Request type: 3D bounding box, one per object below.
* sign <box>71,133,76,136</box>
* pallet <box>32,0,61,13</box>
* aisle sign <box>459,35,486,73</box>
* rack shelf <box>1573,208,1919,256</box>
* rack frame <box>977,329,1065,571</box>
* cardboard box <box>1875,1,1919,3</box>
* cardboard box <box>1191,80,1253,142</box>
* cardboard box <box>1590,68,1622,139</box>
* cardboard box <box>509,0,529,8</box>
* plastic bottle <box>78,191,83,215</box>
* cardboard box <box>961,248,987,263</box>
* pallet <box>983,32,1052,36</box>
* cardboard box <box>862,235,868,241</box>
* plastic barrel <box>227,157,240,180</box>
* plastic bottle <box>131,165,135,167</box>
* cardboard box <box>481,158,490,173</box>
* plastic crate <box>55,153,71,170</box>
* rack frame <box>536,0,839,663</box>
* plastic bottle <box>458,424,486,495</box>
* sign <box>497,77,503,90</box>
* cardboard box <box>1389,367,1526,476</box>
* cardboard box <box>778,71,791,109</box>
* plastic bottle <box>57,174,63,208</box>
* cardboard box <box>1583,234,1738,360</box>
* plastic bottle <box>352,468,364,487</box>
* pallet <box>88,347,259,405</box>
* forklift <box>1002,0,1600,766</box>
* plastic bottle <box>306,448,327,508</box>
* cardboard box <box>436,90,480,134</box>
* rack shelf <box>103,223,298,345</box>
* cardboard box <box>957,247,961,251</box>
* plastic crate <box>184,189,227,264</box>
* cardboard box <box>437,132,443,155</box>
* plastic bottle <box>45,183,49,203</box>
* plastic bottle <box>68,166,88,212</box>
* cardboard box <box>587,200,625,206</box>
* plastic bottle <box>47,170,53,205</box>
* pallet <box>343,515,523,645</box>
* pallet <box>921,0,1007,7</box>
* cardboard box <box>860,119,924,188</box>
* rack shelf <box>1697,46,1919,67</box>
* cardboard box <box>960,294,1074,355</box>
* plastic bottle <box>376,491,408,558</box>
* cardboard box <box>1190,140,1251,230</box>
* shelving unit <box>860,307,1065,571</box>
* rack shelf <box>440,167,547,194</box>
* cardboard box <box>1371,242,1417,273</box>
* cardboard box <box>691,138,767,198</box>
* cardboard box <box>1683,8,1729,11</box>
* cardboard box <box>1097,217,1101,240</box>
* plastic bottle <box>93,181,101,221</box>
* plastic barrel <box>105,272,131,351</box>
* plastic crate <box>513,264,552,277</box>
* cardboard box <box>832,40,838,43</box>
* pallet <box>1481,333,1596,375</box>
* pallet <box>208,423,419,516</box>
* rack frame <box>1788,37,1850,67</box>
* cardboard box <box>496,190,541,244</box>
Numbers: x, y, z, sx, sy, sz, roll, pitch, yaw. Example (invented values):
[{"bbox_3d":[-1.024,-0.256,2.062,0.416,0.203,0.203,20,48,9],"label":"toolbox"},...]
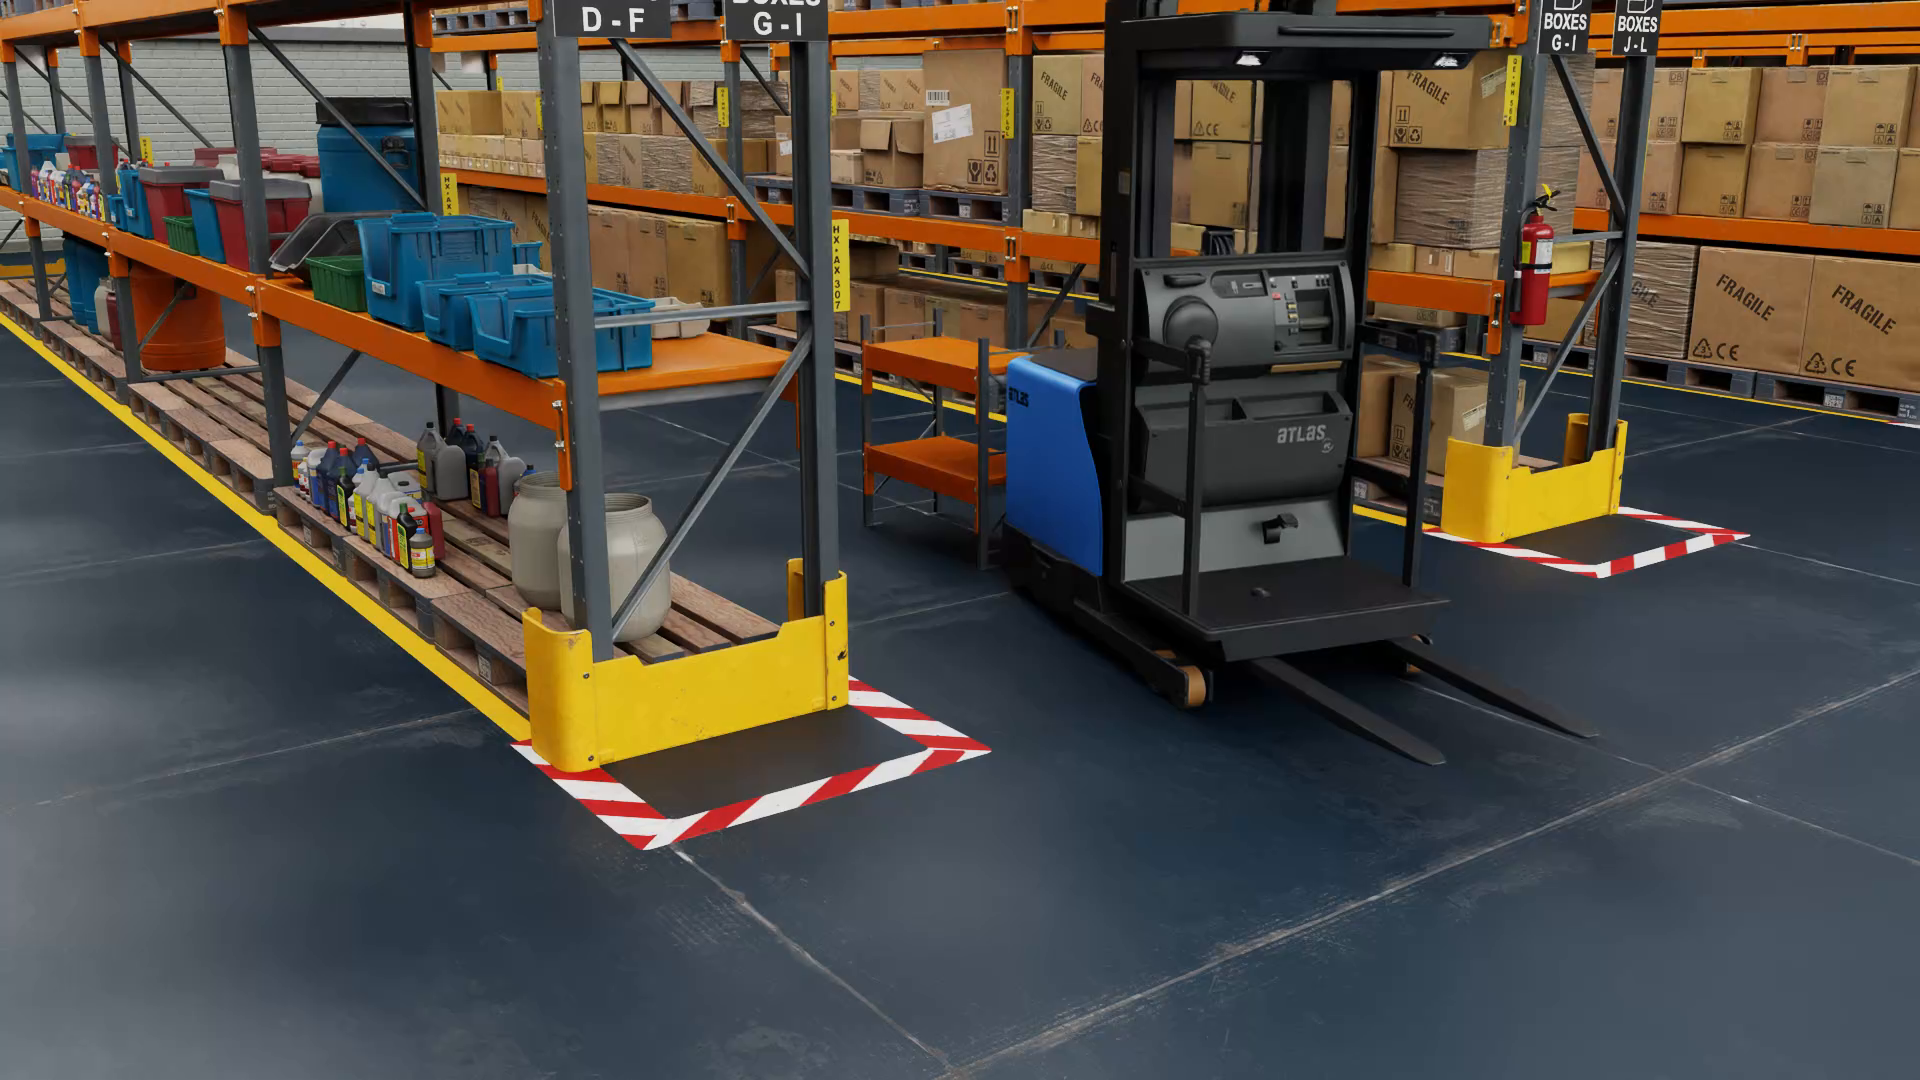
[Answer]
[{"bbox_3d":[-9.860,-4.349,18.473,0.100,0.325,0.005,-11,19,-35],"label":"sign"},{"bbox_3d":[-6.734,-4.289,13.239,1.003,0.211,1.213,-11,19,-35],"label":"pallet"},{"bbox_3d":[-6.089,-6.266,20.862,0.394,0.787,0.004,-11,19,-35],"label":"aisle sign"},{"bbox_3d":[6.014,-2.362,12.885,1.077,0.370,4.000,-11,19,-35],"label":"rack shelf"},{"bbox_3d":[0.295,-0.435,8.036,0.500,1.125,0.032,-11,19,-35],"label":"rack frame"},{"bbox_3d":[9.131,-5.198,15.926,0.500,0.250,0.500,-11,19,-35],"label":"cardboard box"},{"bbox_3d":[1.717,-2.607,9.774,0.500,0.500,0.500,-11,19,-35],"label":"cardboard box"},{"bbox_3d":[5.445,-3.545,13.518,0.875,0.550,0.550,-11,19,-35],"label":"cardboard box"},{"bbox_3d":[-4.446,-5.999,17.957,0.700,0.500,0.500,-12,20,-38],"label":"cardboard box"},{"bbox_3d":[-6.707,-2.599,12.765,0.097,0.201,0.097,0,15,0],"label":"plastic bottle"},{"bbox_3d":[0.354,-3.642,20.140,0.500,0.500,0.500,-10,18,-32],"label":"cardboard box"},{"bbox_3d":[1.023,-5.831,18.872,1.213,0.211,1.003,-11,19,-35],"label":"pallet"},{"bbox_3d":[-1.079,-3.989,22.075,0.380,0.149,0.250,-10,18,-33],"label":"cardboard box"},{"bbox_3d":[-4.566,-2.250,10.904,0.421,0.512,0.421,0,15,0],"label":"plastic barrel"},{"bbox_3d":[-7.450,-3.233,14.942,0.152,0.276,0.135,-11,19,-35],"label":"plastic bottle"},{"bbox_3d":[-5.286,-4.318,19.145,0.380,0.149,0.250,-10,18,-34],"label":"cardboard box"},{"bbox_3d":[-8.692,-3.653,16.353,0.437,0.282,0.530,-11,19,-35],"label":"plastic crate"},{"bbox_3d":[-0.888,-0.764,5.687,1.000,3.000,0.127,-11,19,-35],"label":"rack frame"},{"bbox_3d":[-2.515,-0.419,8.611,0.144,0.351,0.185,-12,19,-37],"label":"plastic bottle"},{"bbox_3d":[-5.842,-5.704,21.092,0.100,0.325,0.005,-11,19,-35],"label":"sign"},{"bbox_3d":[2.765,-0.666,9.267,0.500,0.500,0.500,-7,17,-24],"label":"cardboard box"},{"bbox_3d":[-2.168,-6.235,23.028,0.500,0.500,0.500,-11,19,-35],"label":"cardboard box"},{"bbox_3d":[-7.253,-2.831,13.480,0.097,0.271,0.097,0,15,0],"label":"plastic bottle"},{"bbox_3d":[5.684,-1.976,13.344,0.875,0.875,0.875,-11,19,-34],"label":"cardboard box"},{"bbox_3d":[-2.873,-0.212,8.004,0.097,0.271,0.097,0,15,0],"label":"plastic bottle"},{"bbox_3d":[-6.089,-1.290,12.888,1.003,0.211,1.213,-11,19,-35],"label":"pallet"},{"bbox_3d":[1.214,-0.903,6.322,1.130,2.935,3.031,-6,16,-21],"label":"forklift"},{"bbox_3d":[-3.195,-0.316,8.375,0.152,0.276,0.135,-10,18,-33],"label":"plastic bottle"},{"bbox_3d":[-5.931,-5.131,19.943,0.500,0.500,0.500,-11,19,-36],"label":"cardboard box"},{"bbox_3d":[-4.416,-1.699,10.463,1.077,0.370,4.000,-11,19,-35],"label":"rack shelf"},{"bbox_3d":[0.180,-3.799,21.379,0.380,0.149,0.250,-12,19,-37],"label":"cardboard box"},{"bbox_3d":[-4.140,-1.798,9.494,0.392,0.384,0.575,-11,19,-35],"label":"plastic crate"},{"bbox_3d":[-6.225,-4.877,20.432,0.500,0.250,0.500,-11,19,-36],"label":"cardboard box"},{"bbox_3d":[-7.661,-2.945,14.031,0.097,0.201,0.097,0,15,0],"label":"plastic bottle"},{"bbox_3d":[-6.906,-2.754,13.048,0.144,0.351,0.185,-11,19,-35],"label":"plastic bottle"},{"bbox_3d":[-3.545,-3.140,17.595,1.225,0.875,0.875,-11,19,-34],"label":"cardboard box"},{"bbox_3d":[-7.551,-2.936,13.844,0.061,0.283,0.133,-11,19,-35],"label":"plastic bottle"},{"bbox_3d":[-2.157,0.137,7.676,1.003,0.211,1.213,-11,19,-35],"label":"pallet"},{"bbox_3d":[0.490,-3.892,11.788,1.213,0.211,1.003,-11,19,-35],"label":"pallet"},{"bbox_3d":[-0.327,-2.996,12.848,0.797,0.503,0.637,-9,18,-29],"label":"cardboard box"},{"bbox_3d":[11.620,-6.224,21.314,1.077,0.370,4.000,-11,19,-35],"label":"rack shelf"},{"bbox_3d":[0.423,-1.528,12.380,0.700,0.500,0.500,-13,20,-39],"label":"cardboard box"},{"bbox_3d":[-2.530,-0.075,7.493,0.152,0.276,0.135,-11,19,-36],"label":"plastic bottle"},{"bbox_3d":[1.883,-2.157,10.022,0.875,0.500,0.500,-11,19,-35],"label":"cardboard box"},{"bbox_3d":[-0.004,-0.544,8.433,0.538,1.125,1.048,-11,19,-35],"label":"shelving unit"},{"bbox_3d":[-5.113,-4.176,19.514,1.077,0.370,4.000,-11,19,-35],"label":"rack shelf"},{"bbox_3d":[2.449,-1.540,8.996,0.380,0.149,0.250,-11,19,-35],"label":"cardboard box"},{"bbox_3d":[-2.076,-3.357,14.969,0.500,0.500,0.500,-10,18,-33],"label":"cardboard box"},{"bbox_3d":[8.029,-5.714,17.576,0.500,0.250,0.500,-11,19,-34],"label":"cardboard box"},{"bbox_3d":[1.110,-2.017,10.740,0.380,0.149,0.250,-11,19,-35],"label":"cardboard box"},{"bbox_3d":[-6.310,-2.486,12.198,0.061,0.283,0.133,-11,19,-35],"label":"plastic bottle"},{"bbox_3d":[-6.557,-1.855,13.445,0.600,0.588,0.708,-11,19,-35],"label":"plastic barrel"},{"bbox_3d":[-2.080,-1.184,7.719,0.530,0.136,0.437,-11,19,-35],"label":"plastic crate"},{"bbox_3d":[-1.541,-6.716,22.034,0.500,0.250,0.500,-12,19,-36],"label":"cardboard box"},{"bbox_3d":[5.222,-1.616,14.081,1.003,0.211,1.213,-11,19,-35],"label":"pallet"},{"bbox_3d":[-3.733,-0.435,9.767,1.003,0.211,1.213,-11,19,-35],"label":"pallet"},{"bbox_3d":[8.783,-3.926,17.237,1.000,3.000,0.127,-11,19,-35],"label":"rack frame"},{"bbox_3d":[-4.790,-3.619,19.346,0.875,0.875,0.875,-11,19,-35],"label":"cardboard box"}]
